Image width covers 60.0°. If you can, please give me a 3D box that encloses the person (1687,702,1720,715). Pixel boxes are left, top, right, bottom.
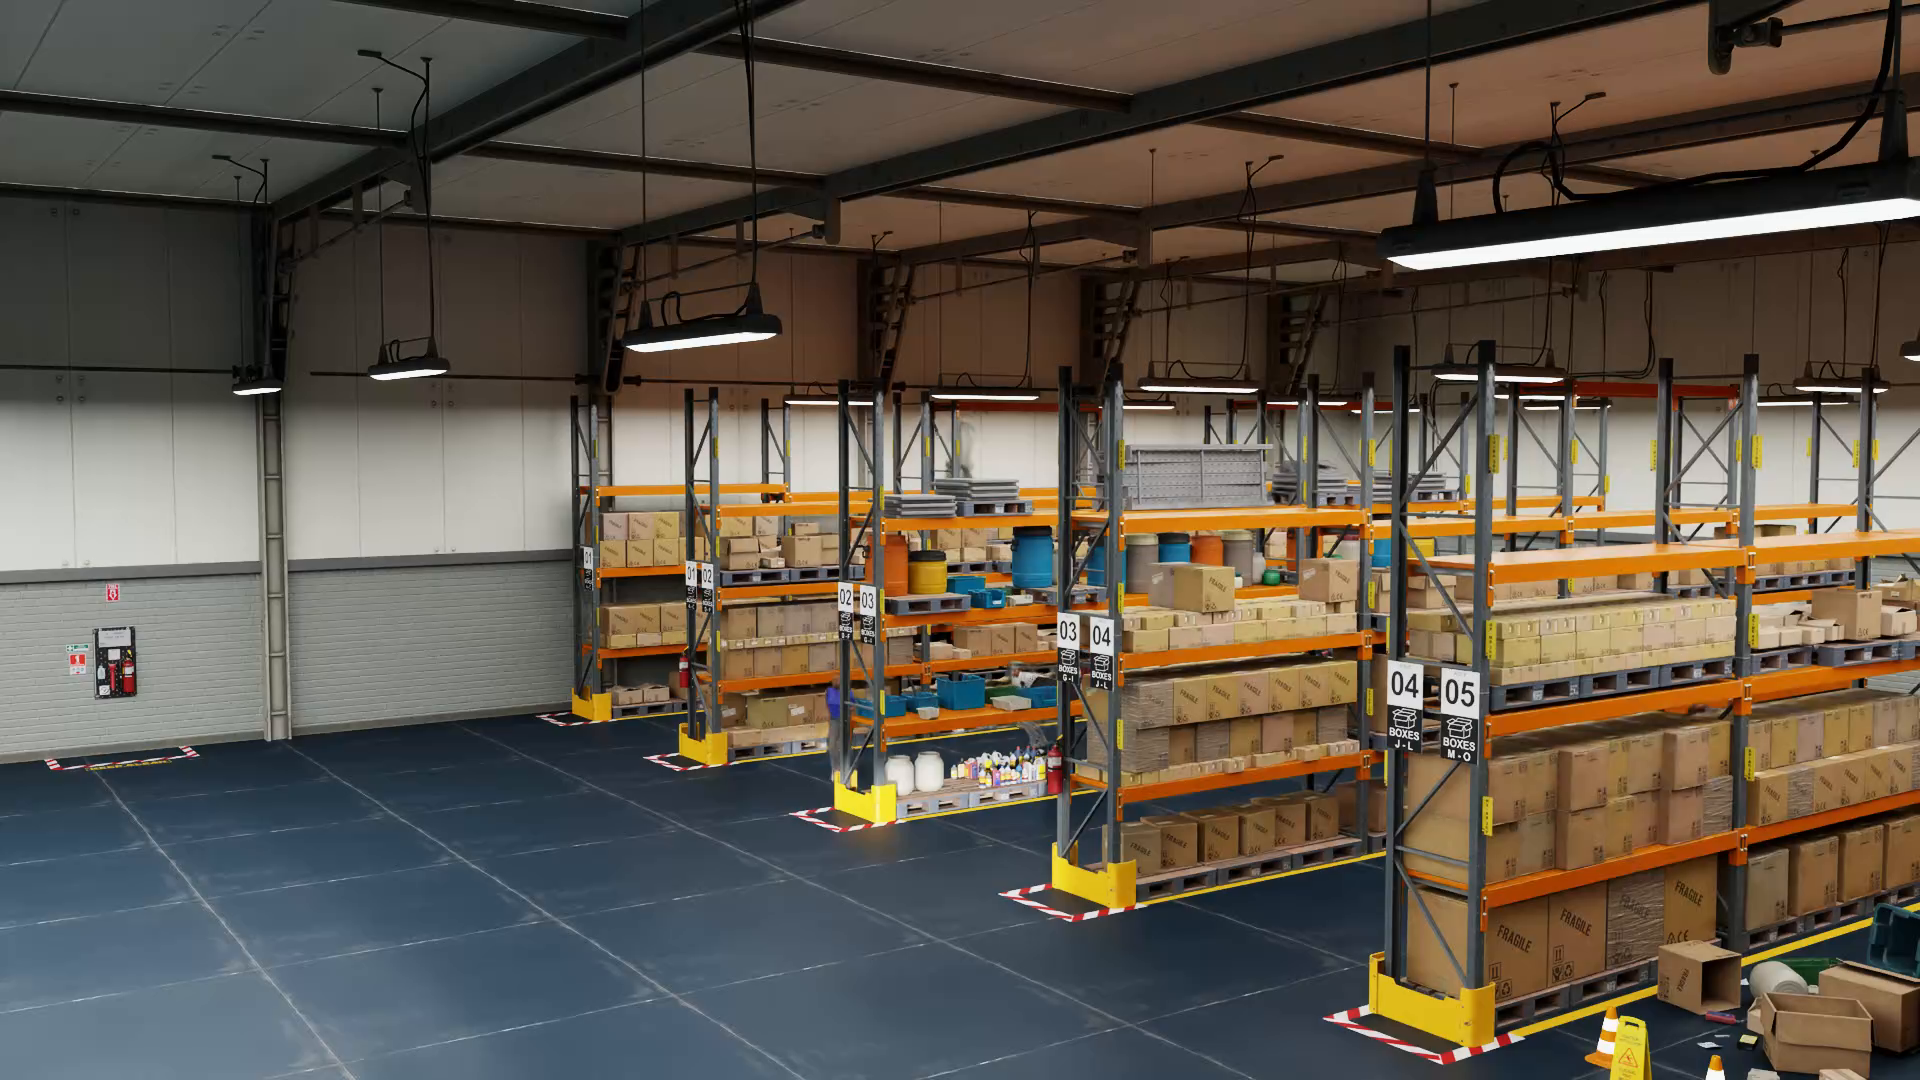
[{"bbox_3d":[10.481,2.936,23.195,0.821,1.719,0.707,-3,4,-36],"label":"person"}]

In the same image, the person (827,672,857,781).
[{"bbox_3d":[-1.830,2.841,25.265,0.577,1.690,0.770,1,4,18],"label":"person"}]

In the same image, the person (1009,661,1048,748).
[{"bbox_3d":[1.153,2.739,27.641,0.878,1.498,0.647,-3,4,-39],"label":"person"}]
